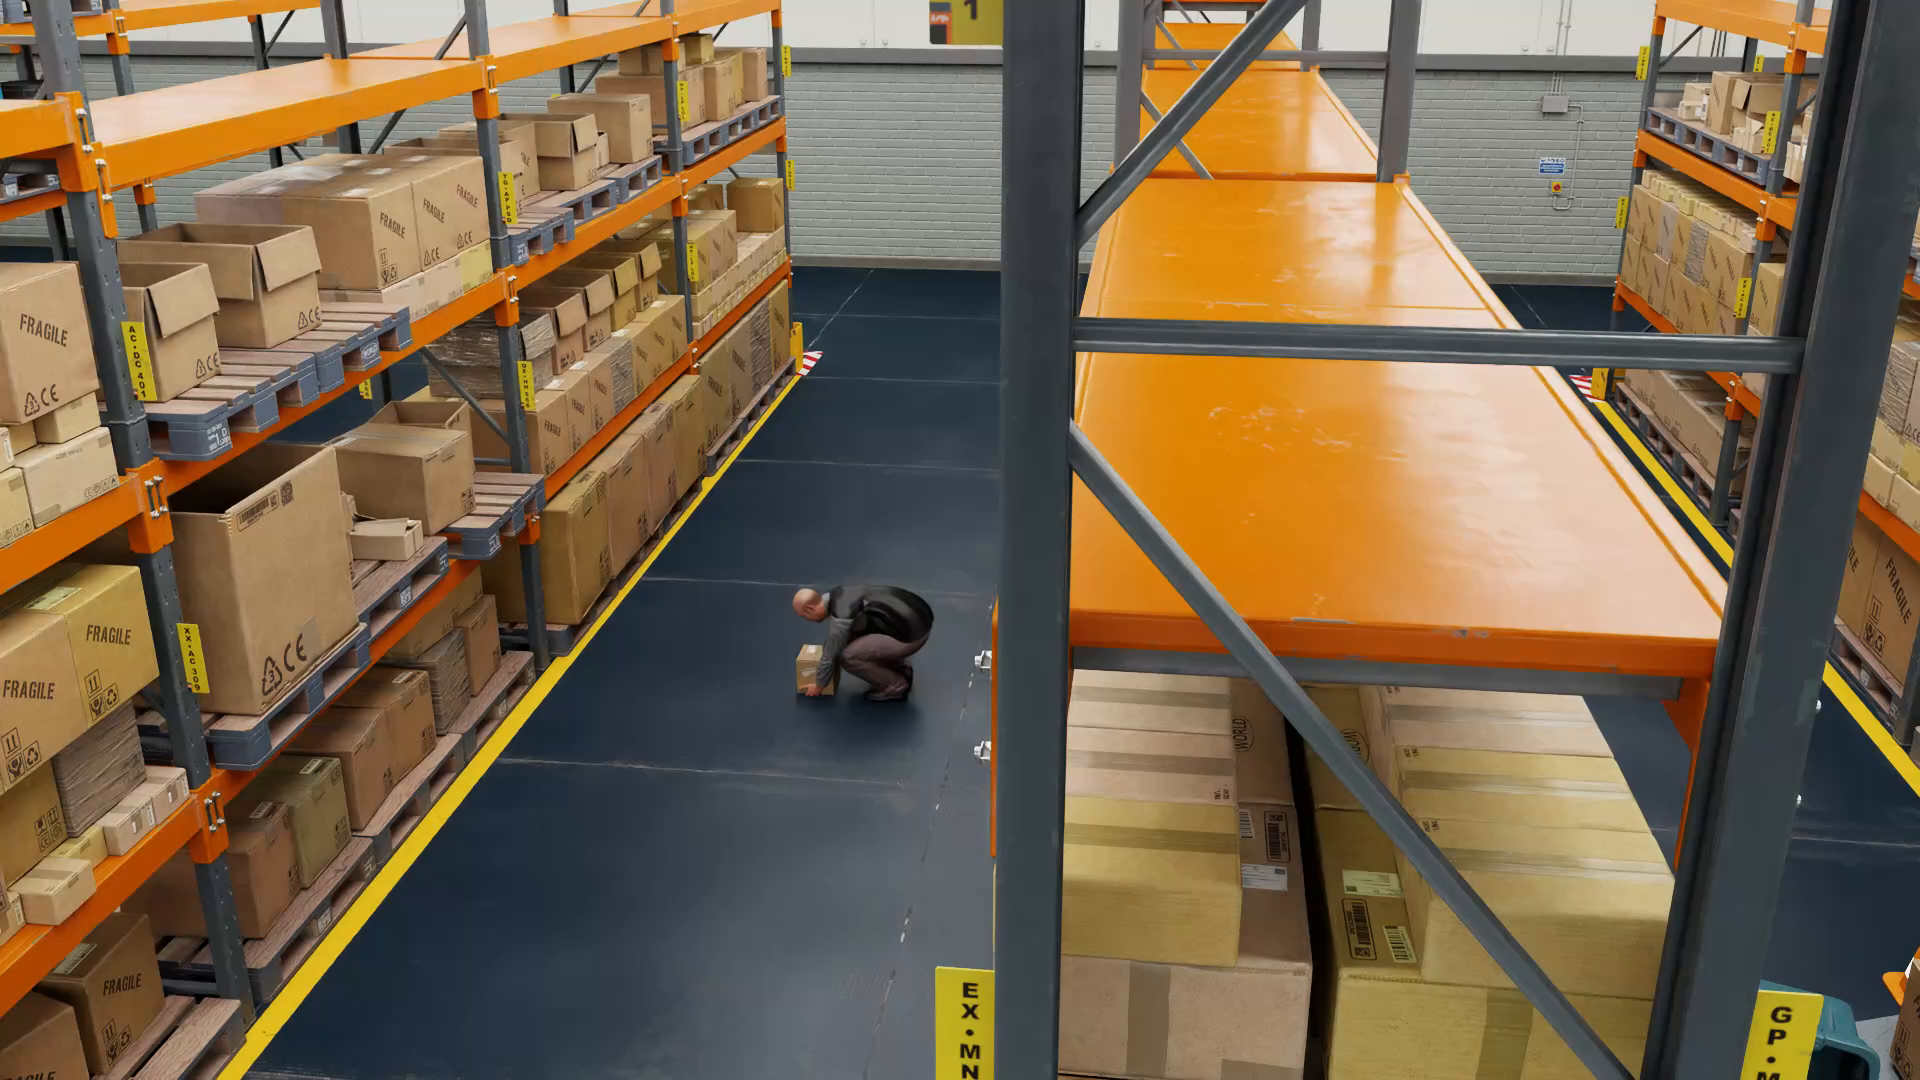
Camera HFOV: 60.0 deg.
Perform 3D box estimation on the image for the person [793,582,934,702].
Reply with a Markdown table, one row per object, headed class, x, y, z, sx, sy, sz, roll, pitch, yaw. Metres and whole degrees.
| class | x | y | z | sx | sy | sz | roll | pitch | yaw |
| --- | --- | --- | --- | --- | --- | --- | --- | --- | --- |
| person | -0.646 | 0.674 | 11.175 | 0.933 | 0.796 | 0.509 | 2 | 21 | 5 |
